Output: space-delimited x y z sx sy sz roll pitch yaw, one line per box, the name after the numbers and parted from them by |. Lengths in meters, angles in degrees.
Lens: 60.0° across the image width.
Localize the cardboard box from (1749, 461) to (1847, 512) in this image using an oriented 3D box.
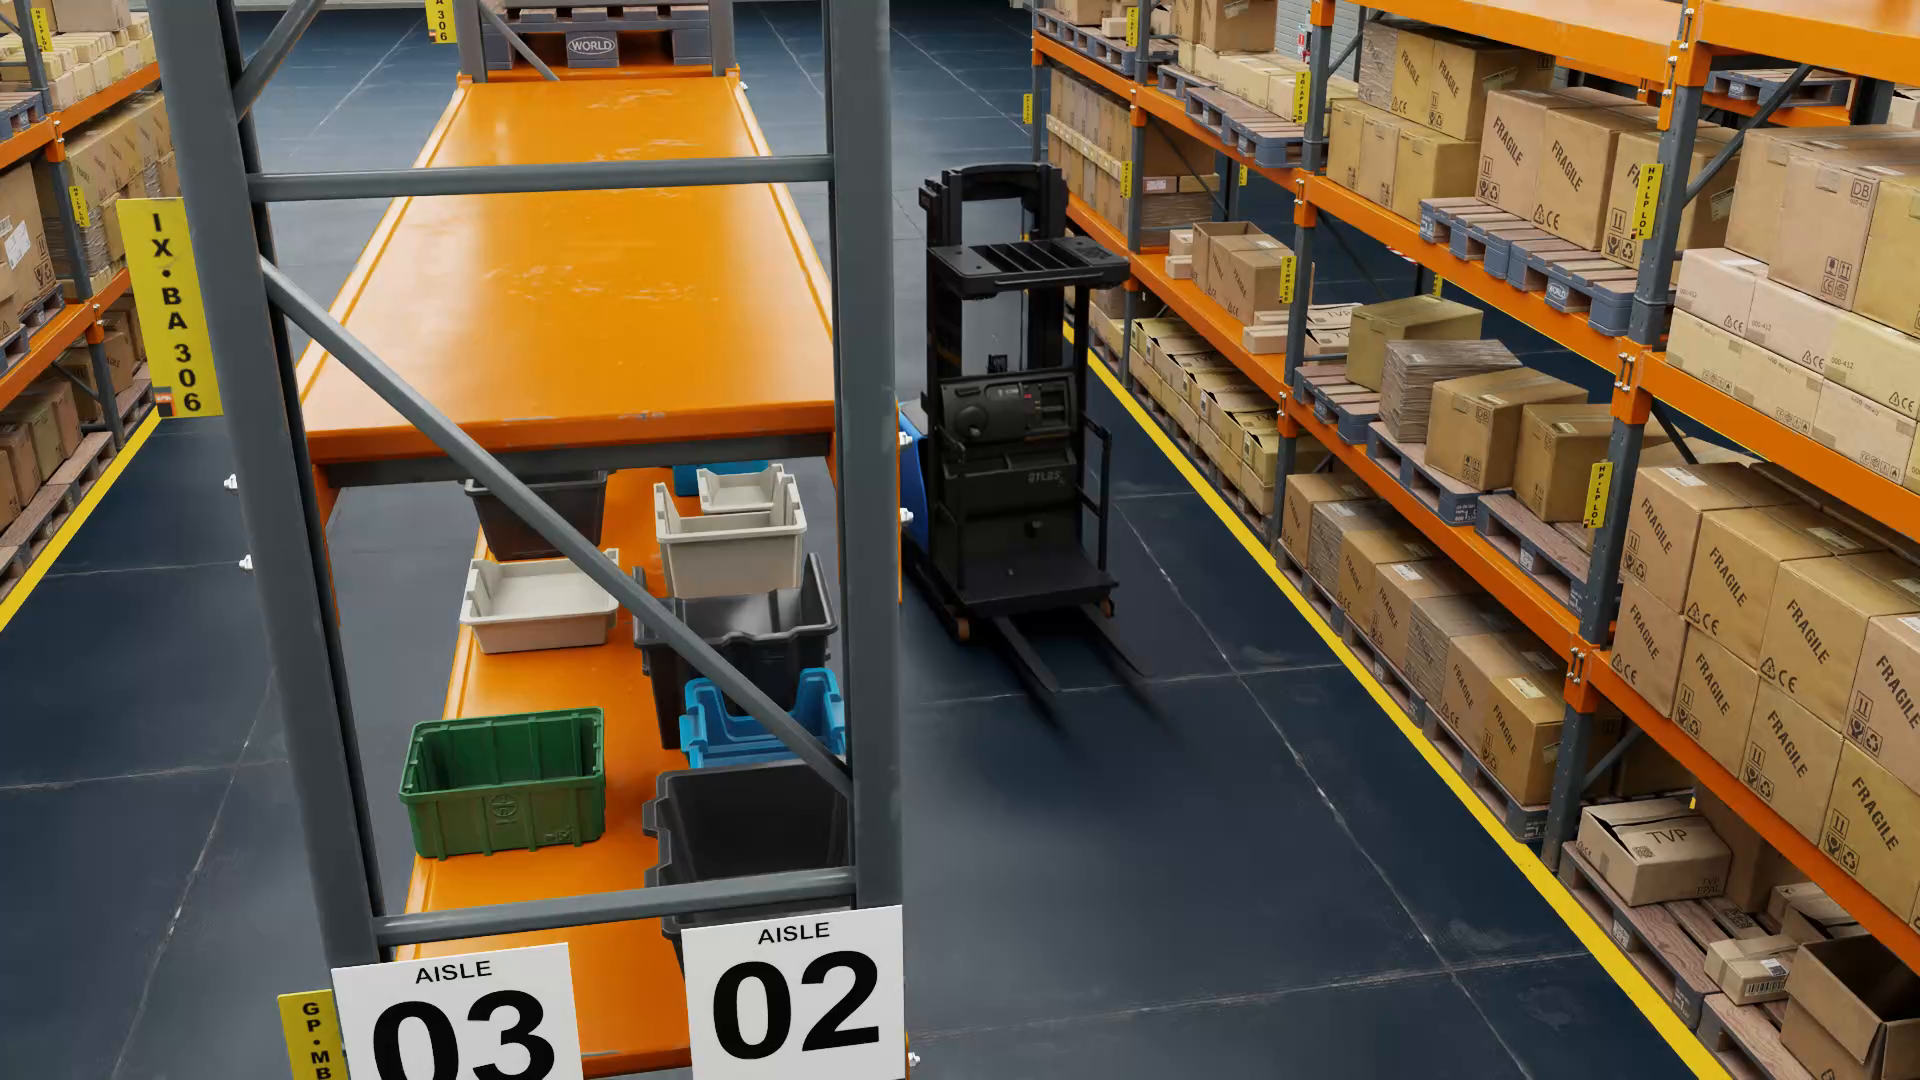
3.873 -0.042 7.468 0.500 0.500 0.500 -4 24 -9 | cardboard box

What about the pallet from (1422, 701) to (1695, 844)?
3.338 1.243 9.384 1.003 0.211 1.213 -4 24 -10 | pallet

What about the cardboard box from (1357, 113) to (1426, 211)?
2.994 -2.342 10.235 0.910 0.500 0.500 -4 24 -10 | cardboard box

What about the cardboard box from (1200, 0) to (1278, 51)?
2.249 -4.239 13.429 0.500 0.500 0.500 -2 24 -5 | cardboard box

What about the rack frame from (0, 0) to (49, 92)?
-7.690 -4.882 12.428 1.000 3.000 0.127 -4 24 -10 | rack frame

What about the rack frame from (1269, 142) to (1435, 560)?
2.786 -1.291 11.702 1.000 3.000 0.127 -4 24 -10 | rack frame

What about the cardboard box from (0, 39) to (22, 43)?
-8.283 -4.246 14.409 0.380 0.149 0.250 -3 24 -7 | cardboard box

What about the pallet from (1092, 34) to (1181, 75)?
1.863 -4.532 15.485 1.003 0.211 1.213 -4 24 -10 | pallet

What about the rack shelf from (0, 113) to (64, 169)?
-7.320 -2.391 11.371 1.077 0.370 4.000 -4 24 -10 | rack shelf

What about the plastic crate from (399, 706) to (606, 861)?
-1.067 0.576 3.943 0.450 0.188 0.336 -4 24 -10 | plastic crate

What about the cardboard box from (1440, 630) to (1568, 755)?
3.069 0.858 9.354 0.500 0.500 0.500 -4 24 -10 | cardboard box

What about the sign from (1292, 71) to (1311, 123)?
2.239 -2.901 10.895 0.100 0.325 0.005 -4 24 -10 | sign

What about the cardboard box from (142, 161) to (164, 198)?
-8.095 -3.283 15.764 0.875 0.500 0.500 -4 24 -10 | cardboard box

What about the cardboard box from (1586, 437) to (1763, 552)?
3.657 -0.159 8.460 0.700 0.500 0.500 -13 27 -27 | cardboard box

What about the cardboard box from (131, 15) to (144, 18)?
-8.139 -4.998 16.130 0.380 0.149 0.250 -5 24 -11 | cardboard box

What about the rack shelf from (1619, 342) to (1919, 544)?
3.895 0.024 5.842 1.077 0.370 4.000 -4 24 -10 | rack shelf

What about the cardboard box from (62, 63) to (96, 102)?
-7.625 -3.843 13.983 0.500 0.250 0.500 -5 24 -10 | cardboard box

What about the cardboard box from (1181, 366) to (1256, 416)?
2.163 -1.269 13.859 0.500 0.311 0.500 -4 24 -8 | cardboard box

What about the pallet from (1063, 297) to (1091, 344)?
1.711 -2.384 17.687 1.003 0.211 1.213 -4 24 -10 | pallet

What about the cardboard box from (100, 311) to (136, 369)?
-8.030 -1.803 15.472 0.500 0.500 0.500 -6 24 -14 | cardboard box

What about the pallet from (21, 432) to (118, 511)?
-7.545 -0.549 13.486 1.003 0.211 1.213 -4 24 -10 | pallet

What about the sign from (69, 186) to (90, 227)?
-7.146 -2.706 13.494 0.100 0.325 0.005 -4 24 -10 | sign

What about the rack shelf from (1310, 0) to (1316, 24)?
2.416 -4.314 12.526 1.077 0.370 4.000 -4 24 -10 | rack shelf

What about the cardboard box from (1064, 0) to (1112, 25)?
1.345 -5.442 16.632 0.500 0.500 0.500 -4 24 -10 | cardboard box

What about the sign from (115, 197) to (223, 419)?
-1.141 -0.334 2.417 0.100 0.325 0.005 -4 24 -10 | sign

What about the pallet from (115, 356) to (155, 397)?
-8.078 -1.598 15.887 1.003 0.211 1.213 -4 24 -10 | pallet

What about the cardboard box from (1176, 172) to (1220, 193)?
2.187 -3.328 15.429 0.380 0.149 0.250 -4 24 -10 | cardboard box

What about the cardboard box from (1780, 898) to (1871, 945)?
4.048 1.811 7.409 0.500 0.311 0.500 -4 24 -10 | cardboard box

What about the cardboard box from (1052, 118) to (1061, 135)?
1.219 -4.507 18.130 0.380 0.149 0.250 -5 24 -11 | cardboard box

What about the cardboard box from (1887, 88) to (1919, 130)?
7.255 -3.266 12.561 0.500 0.311 0.500 -4 24 -10 | cardboard box

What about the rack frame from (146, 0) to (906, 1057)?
-0.604 -0.529 2.460 1.000 3.000 0.127 -4 24 -10 | rack frame

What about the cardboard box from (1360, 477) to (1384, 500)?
2.977 -0.452 12.689 0.500 0.250 0.500 -4 24 -10 | cardboard box

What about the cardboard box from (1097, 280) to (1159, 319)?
1.664 -2.505 16.453 0.500 0.500 0.500 -4 24 -10 | cardboard box

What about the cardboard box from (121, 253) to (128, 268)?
-7.603 -2.519 14.827 0.380 0.149 0.250 -4 24 -10 | cardboard box

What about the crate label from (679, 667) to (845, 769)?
-0.457 0.527 3.976 0.408 0.251 0.502 -4 24 -10 | crate label

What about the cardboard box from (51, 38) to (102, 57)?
-7.726 -4.283 14.492 0.380 0.149 0.250 -5 24 -11 | cardboard box

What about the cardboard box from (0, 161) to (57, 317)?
-7.681 -2.278 12.685 1.000 1.000 1.000 -4 24 -9 | cardboard box

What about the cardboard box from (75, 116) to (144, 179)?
-7.813 -3.558 15.146 0.500 0.500 0.500 -4 24 -10 | cardboard box

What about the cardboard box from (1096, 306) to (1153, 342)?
1.663 -2.161 16.603 0.500 0.250 0.500 -4 24 -10 | cardboard box

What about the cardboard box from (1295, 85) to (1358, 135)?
2.646 -2.964 11.446 0.500 0.250 0.500 -6 24 -14 | cardboard box

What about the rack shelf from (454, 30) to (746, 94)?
-1.713 -2.376 8.088 1.077 0.370 4.000 -4 24 -10 | rack shelf

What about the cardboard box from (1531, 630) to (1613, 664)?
3.566 0.809 9.467 0.500 0.500 0.500 -4 24 -9 | cardboard box

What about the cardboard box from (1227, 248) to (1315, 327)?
2.459 -1.996 13.190 0.500 0.500 0.500 -6 24 -13 | cardboard box

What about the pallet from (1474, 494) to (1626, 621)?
3.485 0.047 8.876 1.003 0.211 1.213 -4 24 -10 | pallet

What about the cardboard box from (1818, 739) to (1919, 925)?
3.635 1.055 6.205 0.500 0.500 0.500 -5 24 -10 | cardboard box

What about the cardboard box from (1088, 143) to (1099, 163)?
1.500 -3.903 16.745 0.380 0.149 0.250 -4 24 -8 | cardboard box

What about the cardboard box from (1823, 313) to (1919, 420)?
3.546 -0.649 6.047 0.500 0.250 0.500 -4 24 -10 | cardboard box

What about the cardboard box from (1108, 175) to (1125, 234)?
1.854 -3.292 16.157 0.700 0.500 0.500 -5 24 -10 | cardboard box

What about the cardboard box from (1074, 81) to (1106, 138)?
1.586 -4.468 17.230 0.700 0.500 0.500 -4 24 -10 | cardboard box

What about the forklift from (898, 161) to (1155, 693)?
0.395 -0.854 10.787 1.130 2.935 3.031 -7 25 -16 | forklift

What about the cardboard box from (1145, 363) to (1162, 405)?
1.970 -1.419 14.905 0.500 0.250 0.500 -4 24 -8 | cardboard box
